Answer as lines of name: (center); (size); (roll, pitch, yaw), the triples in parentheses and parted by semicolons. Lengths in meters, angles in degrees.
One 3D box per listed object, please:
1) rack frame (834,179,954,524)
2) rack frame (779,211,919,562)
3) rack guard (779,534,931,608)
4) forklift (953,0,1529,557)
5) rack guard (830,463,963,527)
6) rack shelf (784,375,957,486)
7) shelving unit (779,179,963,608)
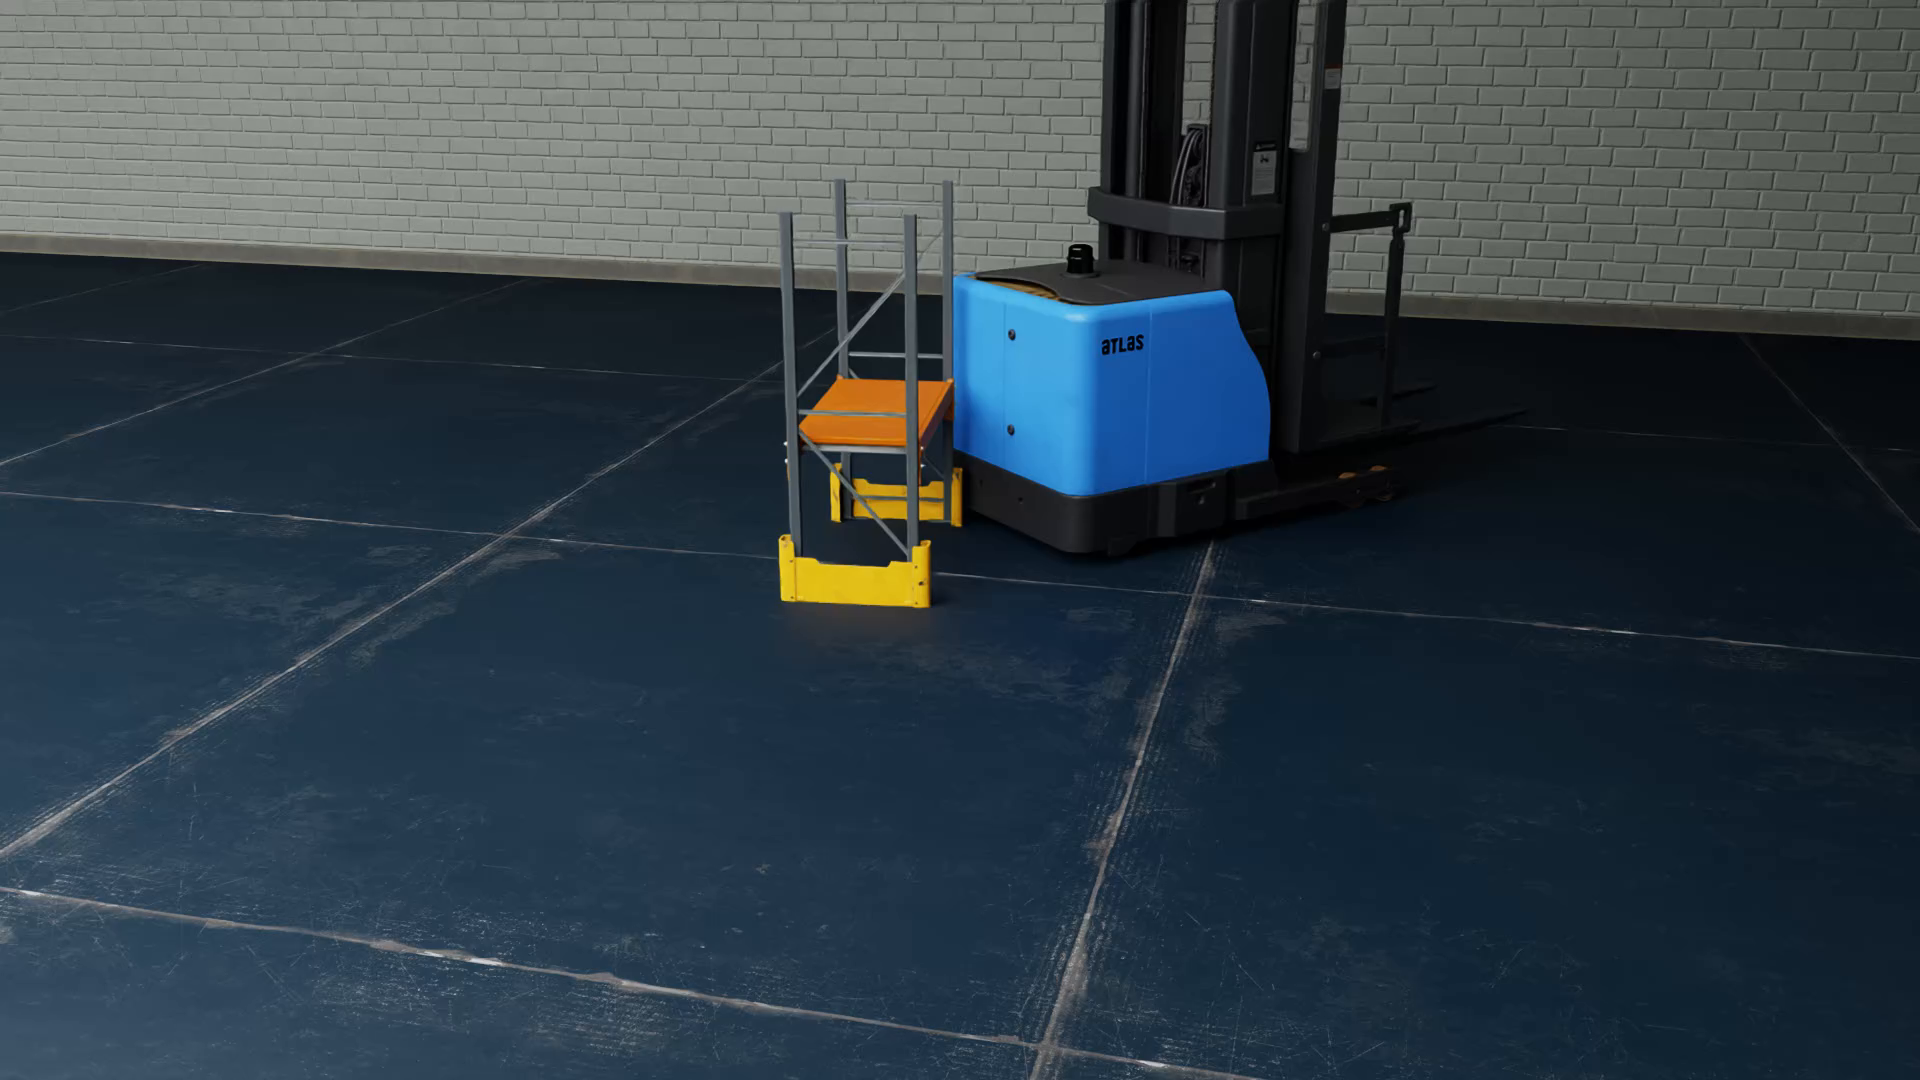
rack frame: (-0.278, -0.797, 7.200); (0.500, 1.500, 0.032); (2, 19, 7)
rack frame: (-0.406, -0.471, 6.245); (0.500, 1.500, 0.032); (2, 19, 7)
rack guard: (-0.406, 0.120, 6.448); (0.587, 0.250, 0.087); (2, 19, 7)
forklift: (1.442, -1.661, 7.516); (3.031, 2.935, 1.130); (-12, 22, -31)
rack guard: (-0.280, -0.199, 7.383); (0.587, 0.250, 0.087); (2, 19, 7)
rack shelf: (-0.342, -0.463, 6.780); (0.538, 0.185, 1.000); (2, 19, 7)
shelving unit: (-0.343, -0.631, 6.714); (0.587, 1.500, 1.083); (2, 19, 7)
